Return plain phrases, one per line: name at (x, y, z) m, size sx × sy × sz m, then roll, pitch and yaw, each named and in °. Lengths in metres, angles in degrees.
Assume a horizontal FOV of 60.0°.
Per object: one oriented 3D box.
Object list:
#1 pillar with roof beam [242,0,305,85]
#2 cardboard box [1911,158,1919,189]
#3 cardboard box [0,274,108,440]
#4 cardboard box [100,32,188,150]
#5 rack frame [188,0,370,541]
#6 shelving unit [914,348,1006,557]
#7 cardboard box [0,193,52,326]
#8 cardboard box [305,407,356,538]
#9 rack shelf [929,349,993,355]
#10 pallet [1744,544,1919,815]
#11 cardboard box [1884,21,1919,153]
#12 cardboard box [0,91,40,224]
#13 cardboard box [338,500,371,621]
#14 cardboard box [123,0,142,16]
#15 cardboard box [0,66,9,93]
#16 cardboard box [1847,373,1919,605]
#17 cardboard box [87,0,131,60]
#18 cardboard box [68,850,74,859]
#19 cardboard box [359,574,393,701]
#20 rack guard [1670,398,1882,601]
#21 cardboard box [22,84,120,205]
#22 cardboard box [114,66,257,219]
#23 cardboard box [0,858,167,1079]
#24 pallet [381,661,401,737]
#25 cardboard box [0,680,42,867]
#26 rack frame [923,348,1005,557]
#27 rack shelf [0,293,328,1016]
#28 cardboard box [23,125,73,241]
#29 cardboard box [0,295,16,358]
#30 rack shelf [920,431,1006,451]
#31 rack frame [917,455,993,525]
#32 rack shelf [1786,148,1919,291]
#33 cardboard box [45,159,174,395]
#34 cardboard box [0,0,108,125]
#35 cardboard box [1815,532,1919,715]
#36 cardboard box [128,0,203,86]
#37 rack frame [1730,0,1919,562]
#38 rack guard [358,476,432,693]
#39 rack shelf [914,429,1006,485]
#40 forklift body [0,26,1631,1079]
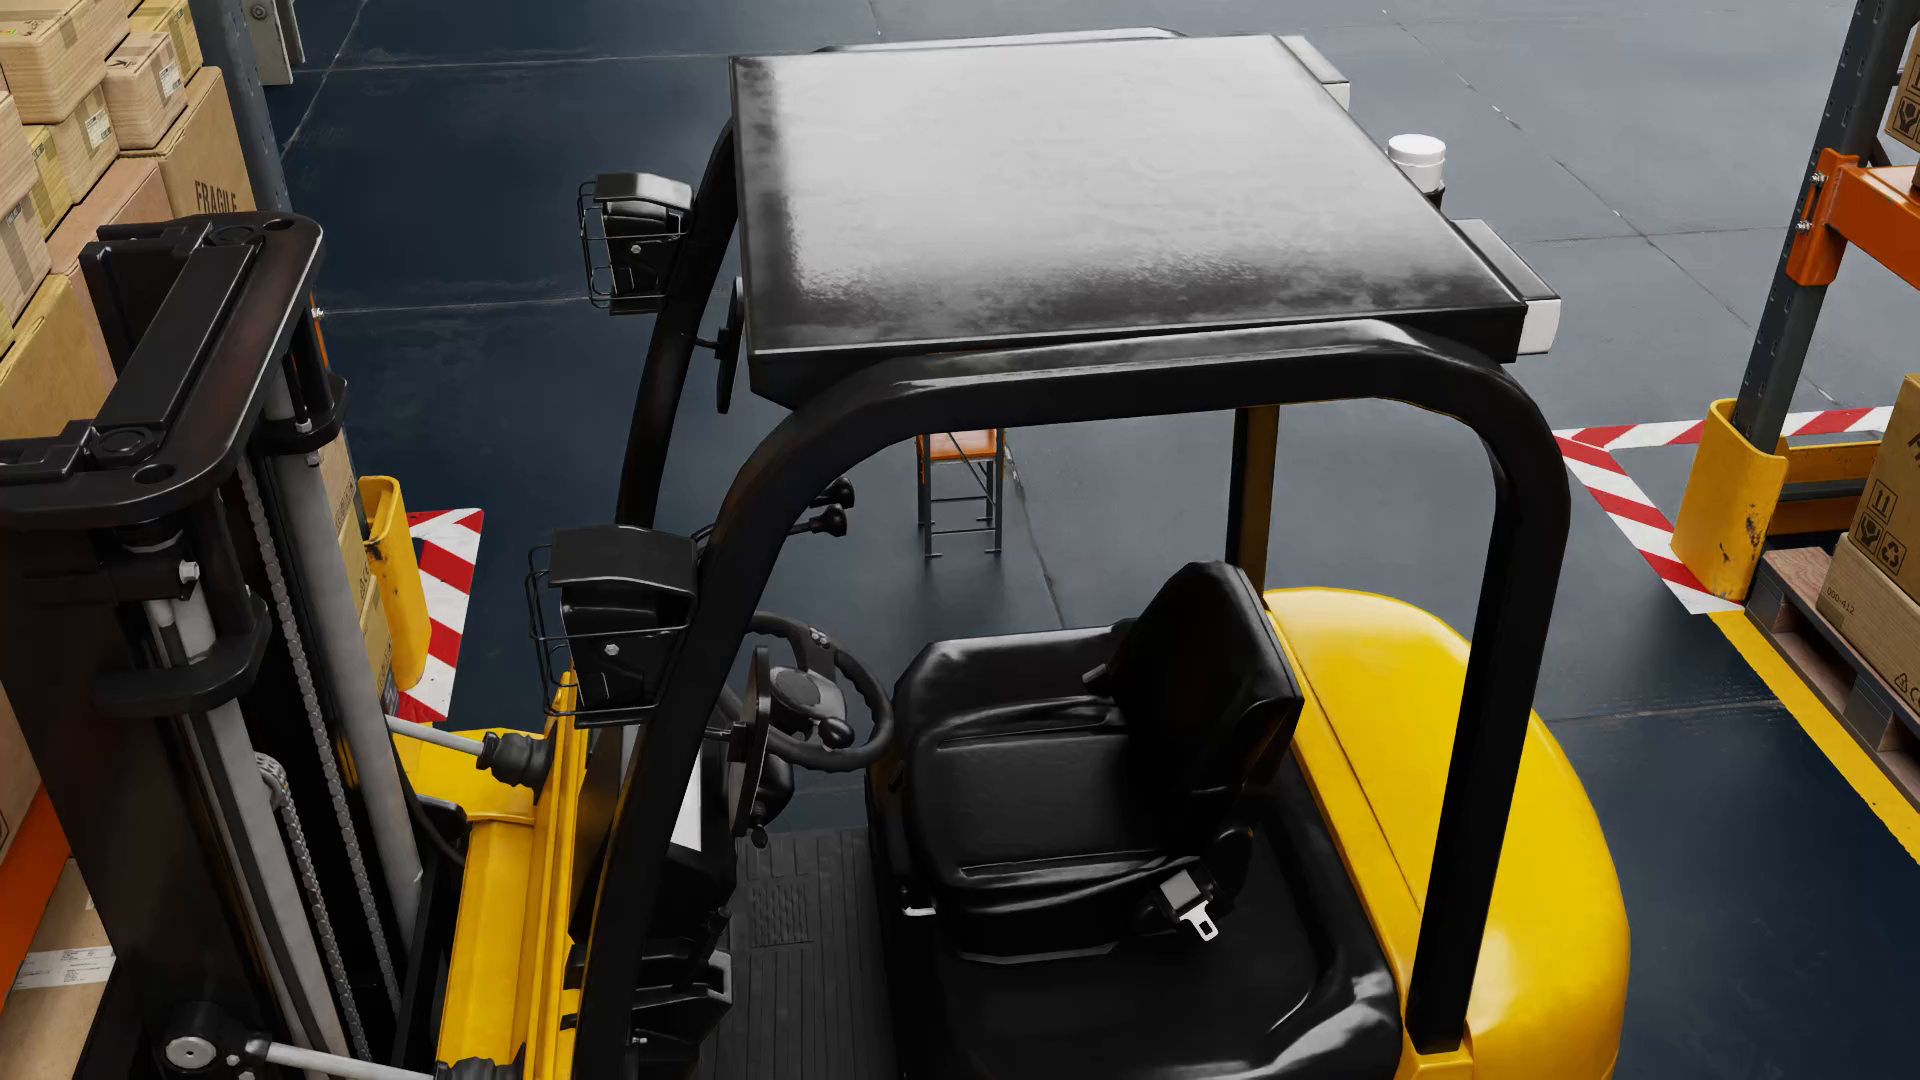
pillar with roof beam at (0.553, -6.552, 6.874) m, size 9.100 × 9.000 × 0.400 m, roll -4°, pitch 35°, yaw -6°
cardboard box at (2.653, -0.925, 4.167) m, size 0.380 × 0.149 × 0.250 m, roll -4°, pitch 35°, yaw -6°
cardboard box at (-1.650, -0.066, 2.595) m, size 0.500 × 0.500 × 0.500 m, roll -5°, pitch 35°, yaw -7°
cardboard box at (-1.718, -0.853, 3.173) m, size 0.380 × 0.149 × 0.250 m, roll -4°, pitch 34°, yaw -6°
rack frame at (-2.106, -0.856, 3.842) m, size 1.000 × 3.000 × 0.127 m, roll -4°, pitch 35°, yaw -6°
shelving unit at (-0.002, -0.504, 4.924) m, size 0.258 × 1.200 × 0.189 m, roll -4°, pitch 35°, yaw -6°
cardboard box at (-1.639, -0.419, 2.536) m, size 0.380 × 0.149 × 0.250 m, roll -5°, pitch 35°, yaw -8°
cardboard box at (-1.735, -0.073, 3.874) m, size 0.500 × 0.250 × 0.500 m, roll -3°, pitch 34°, yaw -5°
rack shelf at (-0.002, -0.566, 4.881) m, size 0.258 × 0.103 × 0.180 m, roll -4°, pitch 35°, yaw -6°
pallet at (2.896, 0.417, 4.451) m, size 1.003 × 0.211 × 1.213 m, roll -4°, pitch 35°, yaw -6°
cardboard box at (2.601, -1.113, 3.866) m, size 0.500 × 0.500 × 0.500 m, roll -5°, pitch 35°, yaw -7°
cardboard box at (-1.618, -0.544, 2.455) m, size 0.380 × 0.149 × 0.250 m, roll -4°, pitch 34°, yaw -5°
cardboard box at (-1.731, 0.148, 3.994) m, size 0.500 × 0.250 × 0.500 m, roll -5°, pitch 35°, yaw -7°
cardboard box at (-1.849, -1.104, 3.278) m, size 0.380 × 0.149 × 0.250 m, roll -4°, pitch 35°, yaw -6°
cardboard box at (-1.763, -0.681, 2.656) m, size 0.380 × 0.149 × 0.250 m, roll -4°, pitch 34°, yaw -6°
cardboard box at (2.650, -0.097, 4.131) m, size 0.500 × 0.500 × 0.500 m, roll -5°, pitch 35°, yaw -8°
cardboard box at (-1.785, -0.969, 3.079) m, size 0.380 × 0.149 × 0.250 m, roll -4°, pitch 35°, yaw -6°
cardboard box at (-1.583, 0.492, 3.045) m, size 0.500 × 0.250 × 0.500 m, roll -4°, pitch 34°, yaw -6°
cardboard box at (-1.730, 0.345, 4.149) m, size 0.500 × 0.250 × 0.500 m, roll -4°, pitch 34°, yaw -6°
rack guard at (2.822, -0.159, 5.039) m, size 1.175 × 0.500 × 0.348 m, roll -4°, pitch 35°, yaw -6°
cardboard box at (-1.744, -0.703, 2.954) m, size 0.380 × 0.149 × 0.250 m, roll -4°, pitch 34°, yaw -5°
cardboard box at (-1.780, -0.643, 3.440) m, size 0.500 × 0.500 × 0.500 m, roll -5°, pitch 35°, yaw -7°
cardboard box at (-1.522, 0.776, 2.629) m, size 0.500 × 0.250 × 0.500 m, roll -5°, pitch 35°, yaw -7°
pallet at (-1.962, 0.720, 4.006) m, size 1.003 × 0.211 × 1.213 m, roll -4°, pitch 35°, yaw -6°
cardboard box at (-1.571, 0.213, 2.185) m, size 0.500 × 0.500 × 0.500 m, roll -4°, pitch 34°, yaw -6°
rack frame at (0.010, -0.453, 4.849) m, size 0.240 × 1.200 × 0.006 m, roll -4°, pitch 35°, yaw -6°
rack shelf at (-1.837, 0.557, 2.407) m, size 1.077 × 0.370 × 4.000 m, roll -4°, pitch 35°, yaw -6°
cardboard box at (-1.722, -0.564, 2.749) m, size 0.380 × 0.149 × 0.250 m, roll -5°, pitch 35°, yaw -7°
cardboard box at (-1.585, -0.279, 2.331) m, size 0.380 × 0.149 × 0.250 m, roll -4°, pitch 34°, yaw -6°
rack shelf at (-0.002, -0.368, 5.017) m, size 0.258 × 0.103 × 0.180 m, roll -4°, pitch 35°, yaw -6°
rack frame at (-0.014, -0.555, 4.999) m, size 0.240 × 1.200 × 0.006 m, roll -4°, pitch 35°, yaw -6°
rack shelf at (3.081, 0.179, 2.962) m, size 1.077 × 0.370 × 4.000 m, roll -4°, pitch 35°, yaw -6°
cardboard box at (-1.719, -0.352, 3.015) m, size 0.500 × 0.500 × 0.500 m, roll -3°, pitch 34°, yaw -5°
cardboard box at (-1.723, -0.825, 2.868) m, size 0.380 × 0.149 × 0.250 m, roll -4°, pitch 34°, yaw -5°
cardboard box at (2.646, 0.200, 4.362) m, size 0.500 × 0.250 × 0.500 m, roll -5°, pitch 35°, yaw -7°
cardboard box at (-1.782, -0.993, 3.379) m, size 0.380 × 0.149 × 0.250 m, roll -4°, pitch 34°, yaw -6°
rack frame at (2.812, -1.234, 4.397) m, size 1.000 × 3.000 × 0.127 m, roll -4°, pitch 35°, yaw -6°
rack guard at (-2.109, 0.164, 4.566) m, size 1.175 × 0.500 × 0.348 m, roll -4°, pitch 35°, yaw -6°
rack shelf at (-0.002, -0.269, 5.084) m, size 0.258 × 0.103 × 0.180 m, roll -4°, pitch 35°, yaw -6°
forklift body at (-0.043, 0.415, 2.731) m, size 2.313 × 2.155 × 1.214 m, roll -4°, pitch 35°, yaw -6°
